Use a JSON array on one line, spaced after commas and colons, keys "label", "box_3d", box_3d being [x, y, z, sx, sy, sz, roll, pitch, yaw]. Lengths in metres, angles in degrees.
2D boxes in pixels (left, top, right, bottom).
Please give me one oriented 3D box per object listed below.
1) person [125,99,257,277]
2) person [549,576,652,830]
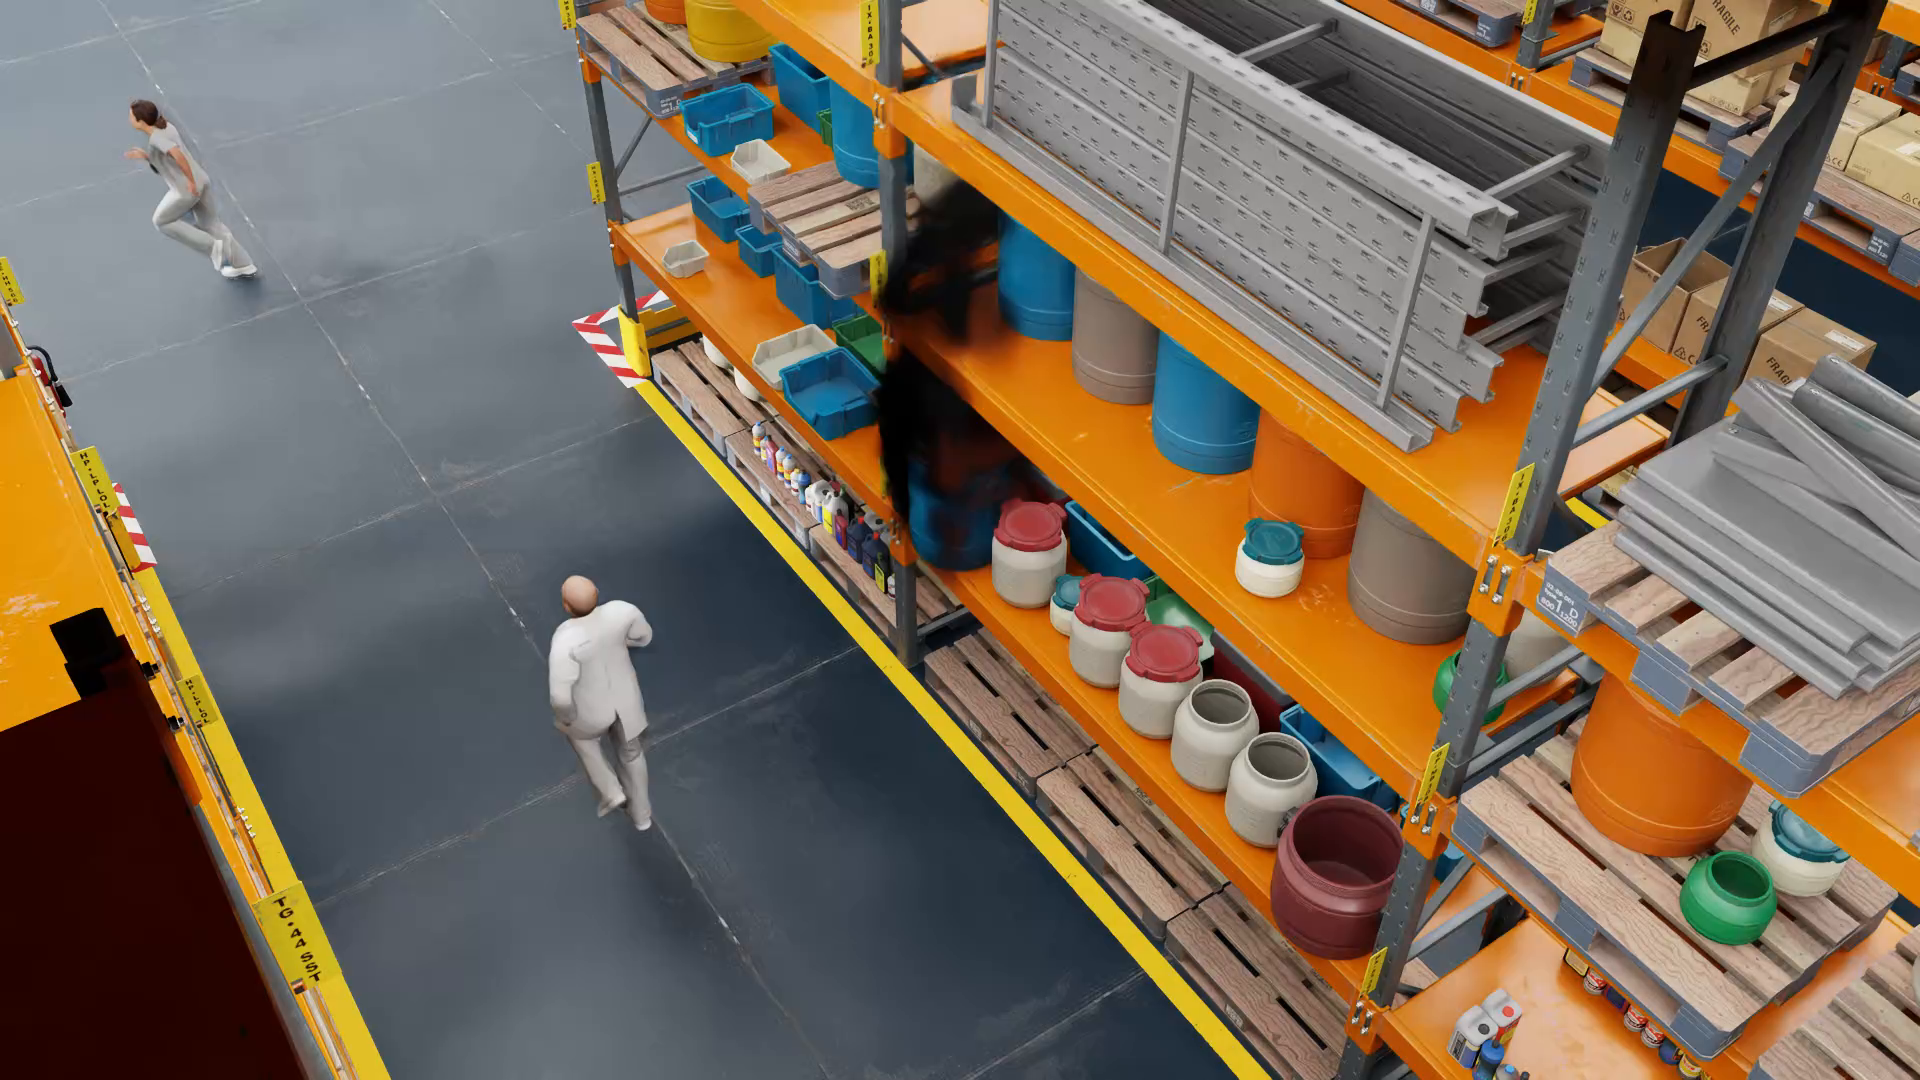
[{"label": "person", "box_3d": [-6.373, -2.863, 13.669, 0.766, 1.600, 0.541, 0, 43, 0]}, {"label": "person", "box_3d": [-1.986, 0.853, 9.137, 0.706, 1.809, 0.678, -28, 50, -27]}]
